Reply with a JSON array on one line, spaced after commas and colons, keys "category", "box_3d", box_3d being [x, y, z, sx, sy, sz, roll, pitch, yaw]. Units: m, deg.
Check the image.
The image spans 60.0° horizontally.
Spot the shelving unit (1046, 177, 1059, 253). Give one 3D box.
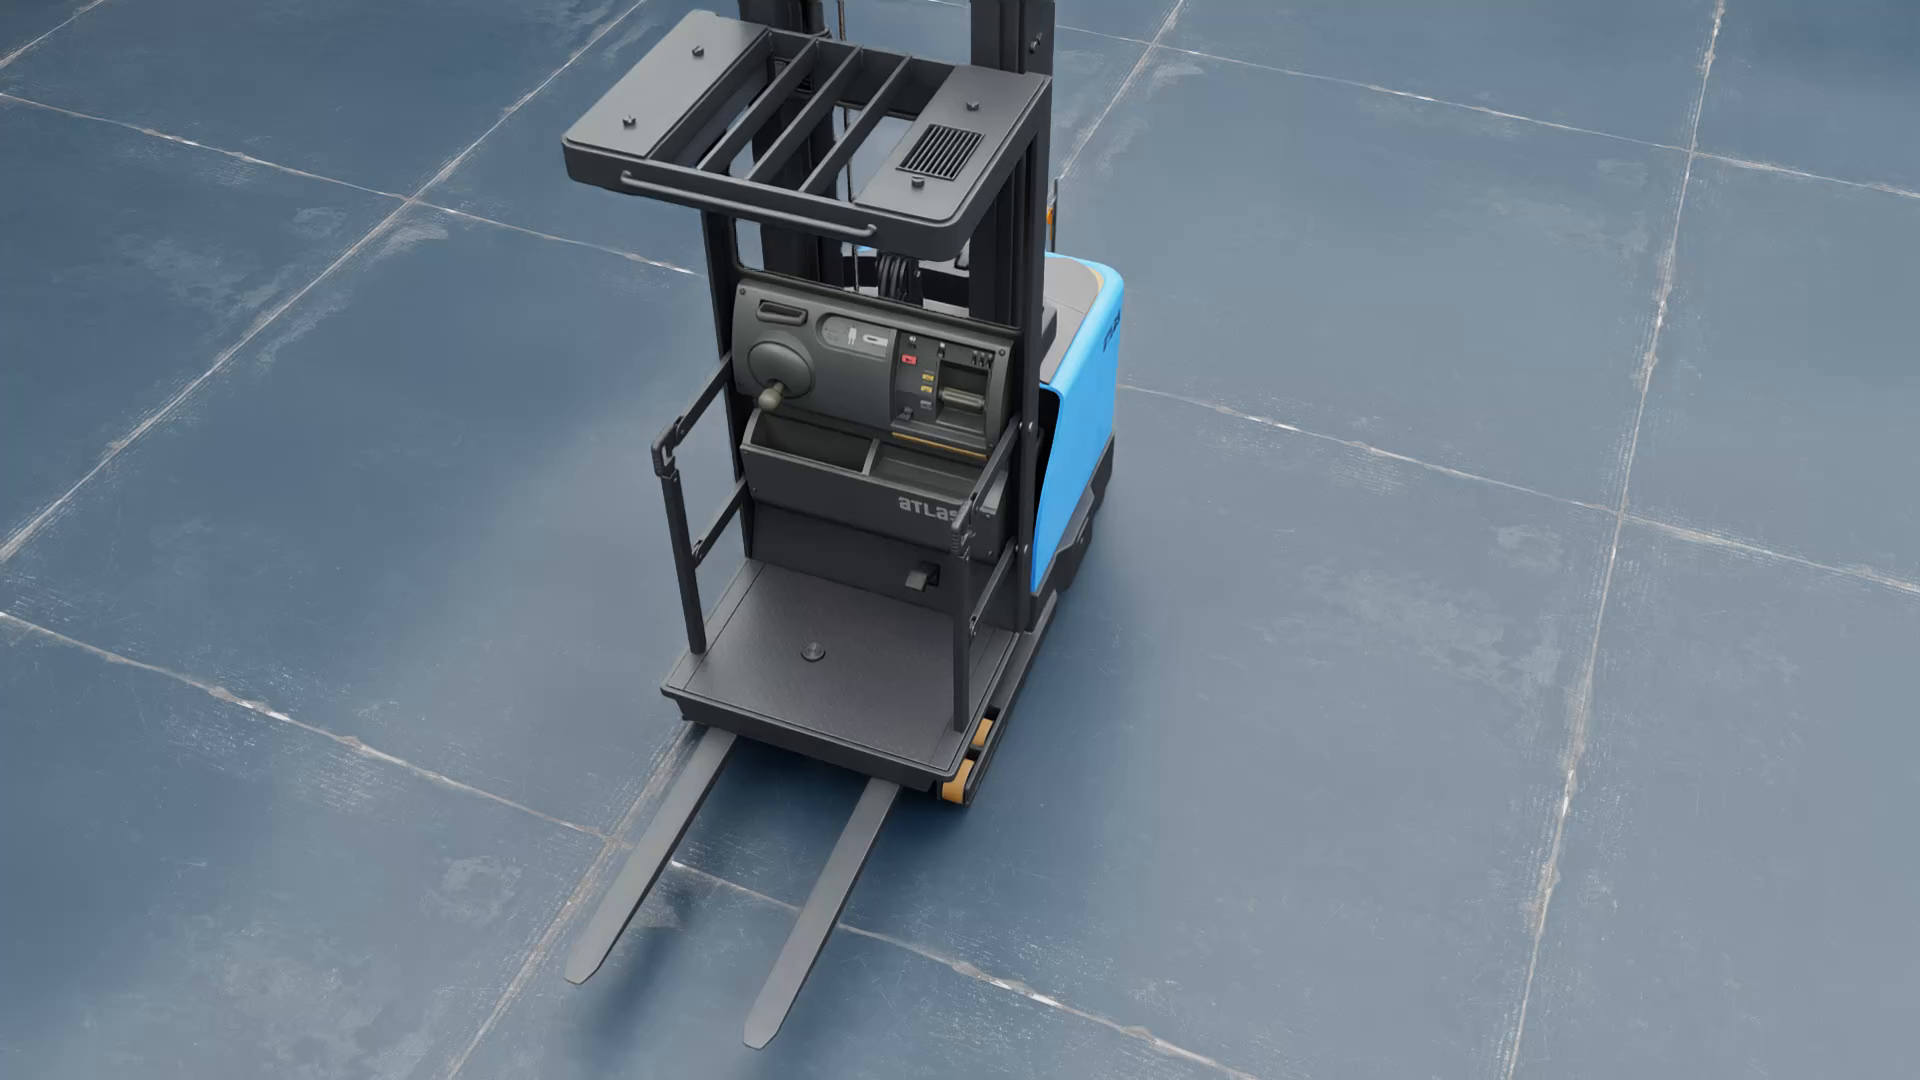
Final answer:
[{"category": "shelving unit", "box_3d": [0.109, -0.965, 6.869, 0.503, 1.200, 0.258, 15, 47, 14]}]

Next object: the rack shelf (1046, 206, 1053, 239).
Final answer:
[{"category": "rack shelf", "box_3d": [0.109, -1.243, 6.592, 0.480, 0.148, 0.258, 15, 47, 14]}]

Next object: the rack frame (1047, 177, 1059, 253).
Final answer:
[{"category": "rack frame", "box_3d": [0.337, -0.905, 6.809, 0.015, 1.200, 0.240, 15, 47, 14]}]

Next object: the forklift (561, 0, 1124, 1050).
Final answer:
[{"category": "forklift", "box_3d": [-0.365, -0.454, 5.128, 1.130, 2.935, 3.031, 15, 47, 15]}]
